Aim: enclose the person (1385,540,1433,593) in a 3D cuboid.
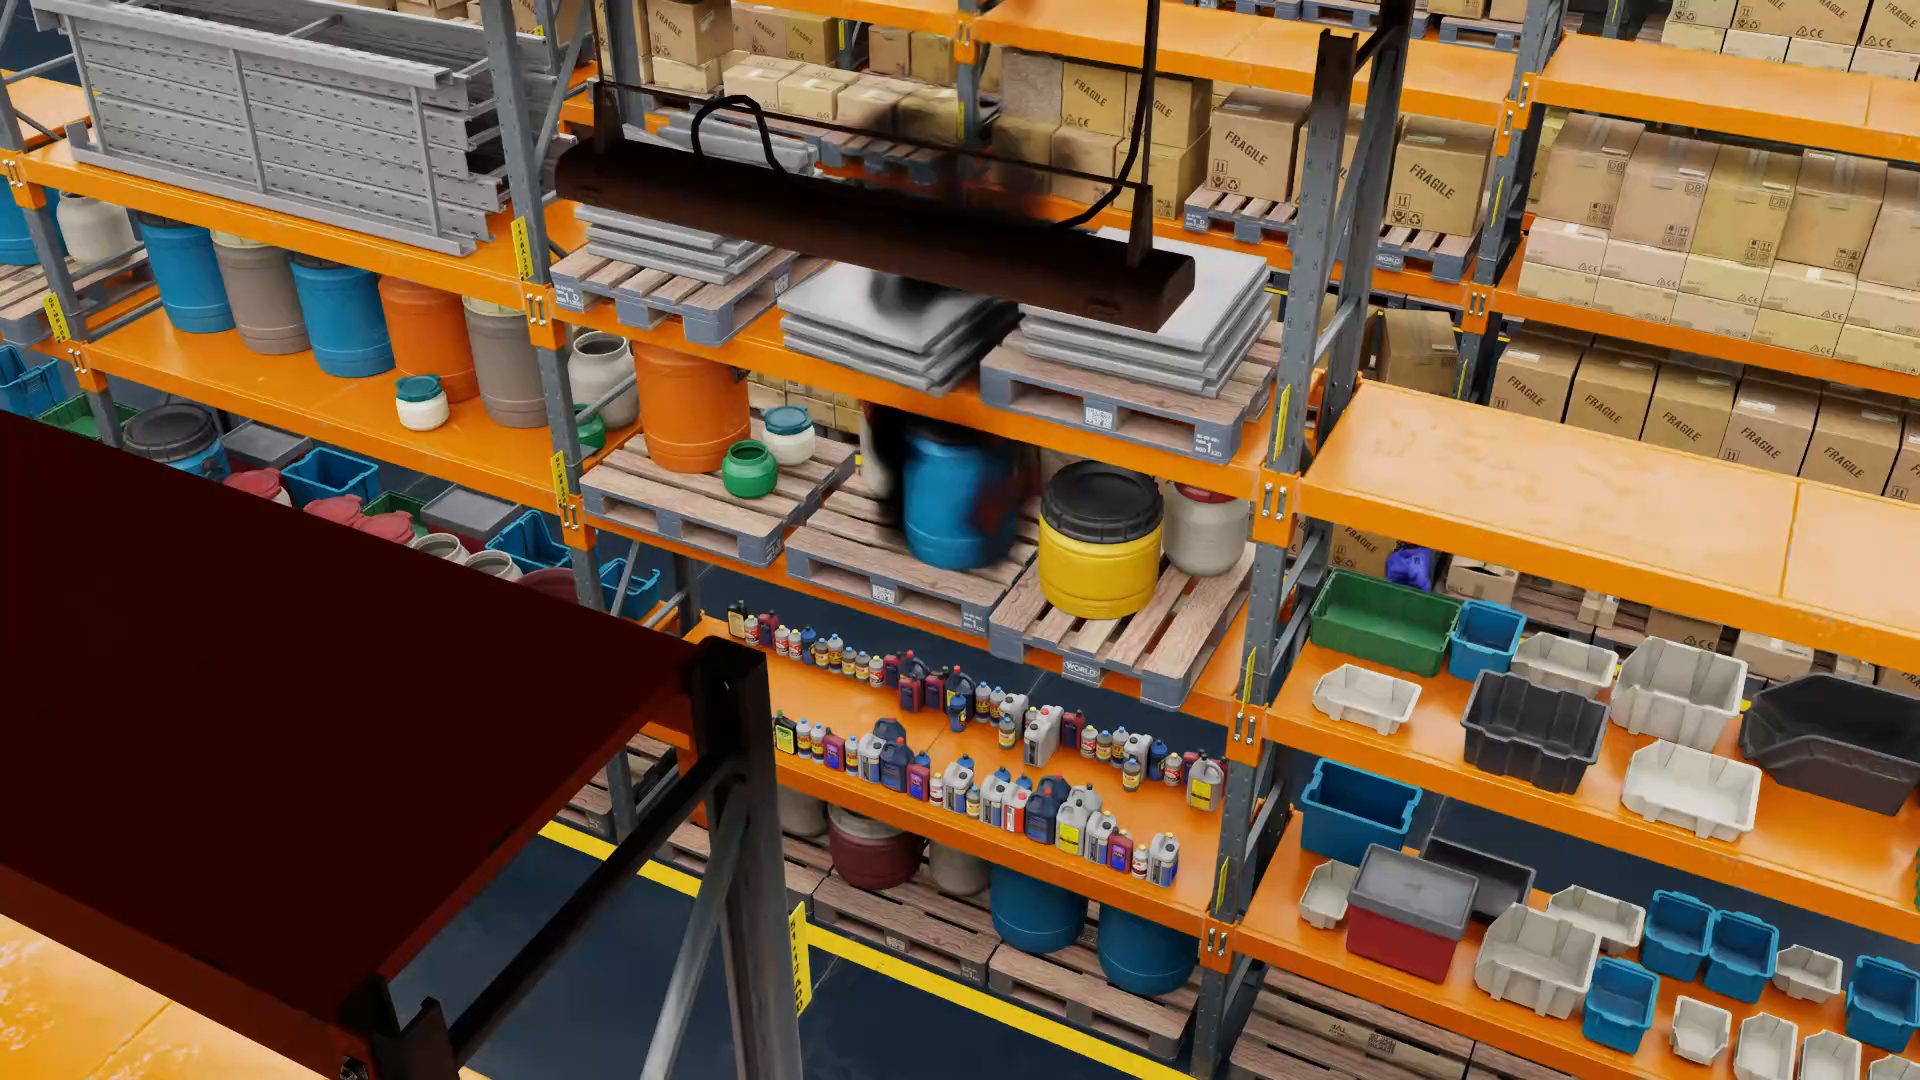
[{"bbox_3d":[3.033,0.526,11.244,0.622,1.619,0.575,10,36,14],"label":"person"}]
